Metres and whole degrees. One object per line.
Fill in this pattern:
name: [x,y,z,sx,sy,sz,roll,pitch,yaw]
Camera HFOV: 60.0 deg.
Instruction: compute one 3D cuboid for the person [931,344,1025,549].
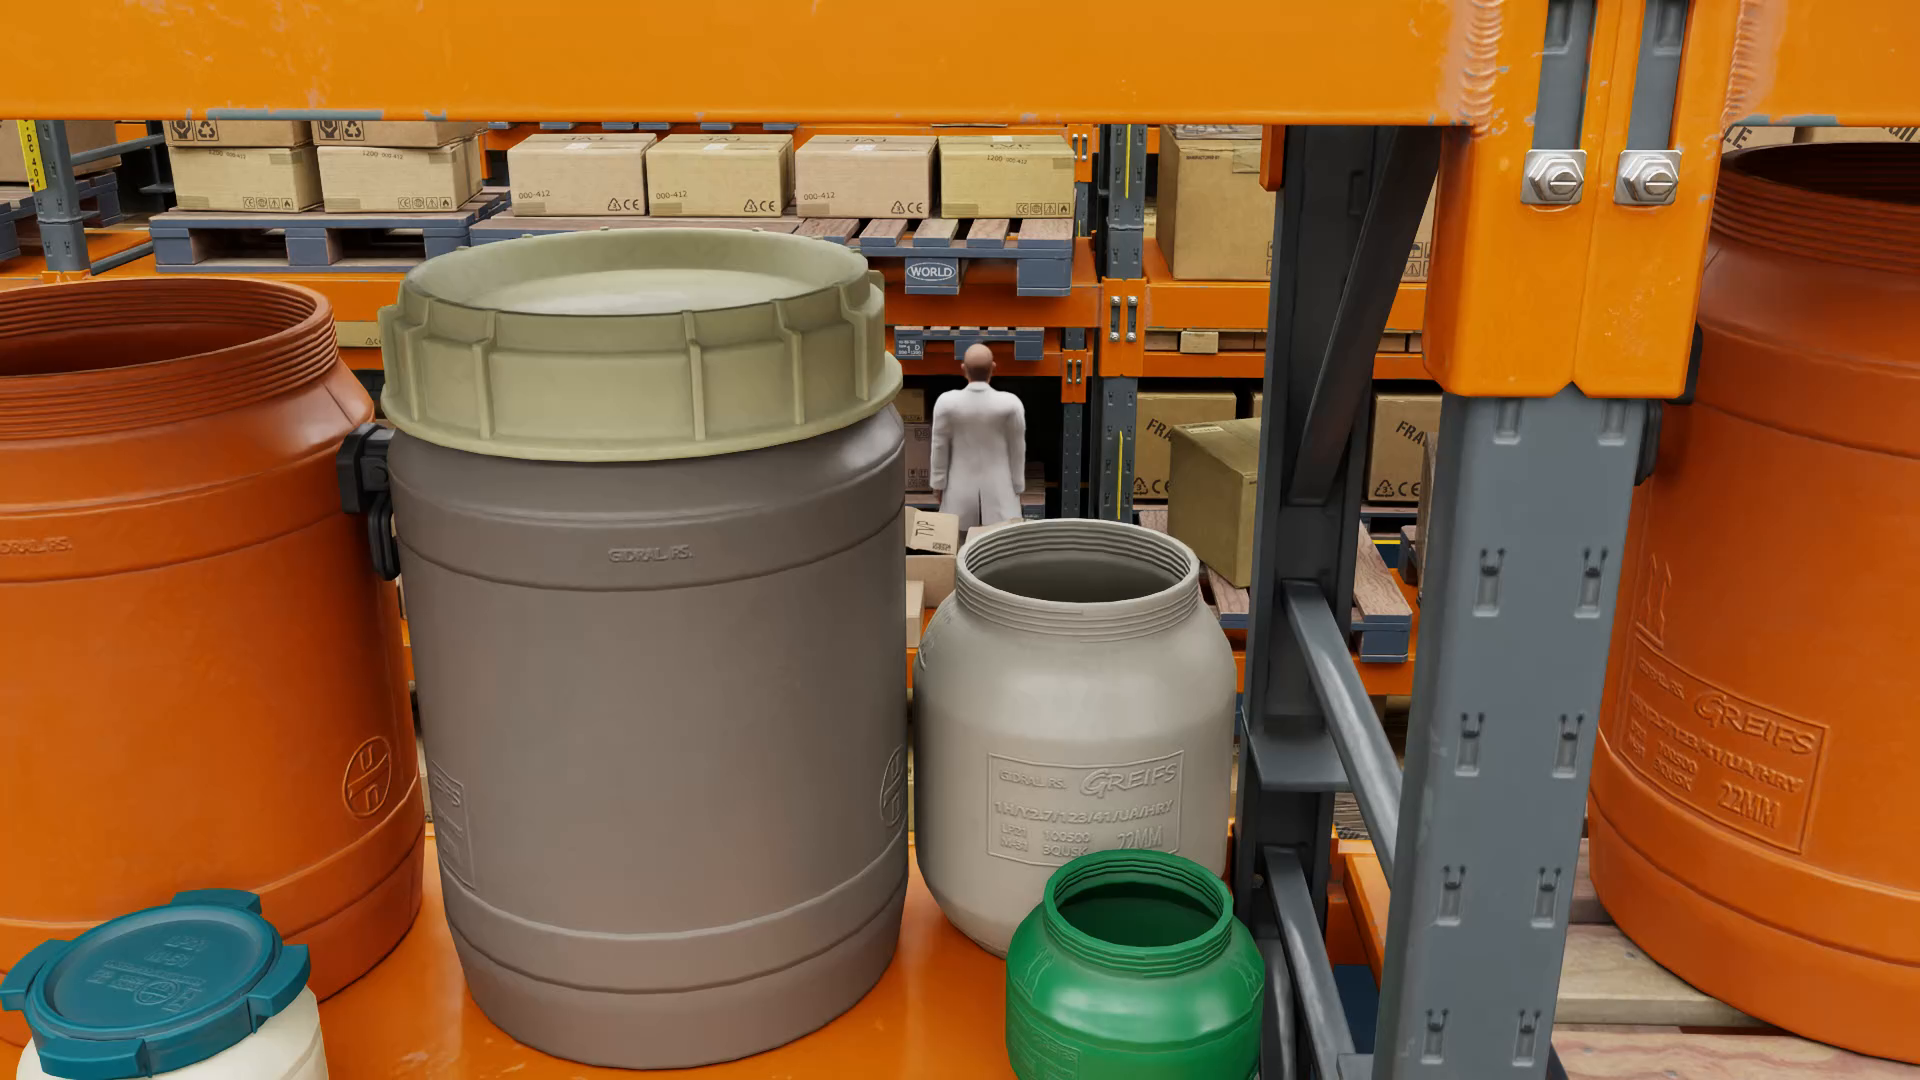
person: [0.106,-0.304,9.919,0.562,1.775,0.388,1,21,3]
